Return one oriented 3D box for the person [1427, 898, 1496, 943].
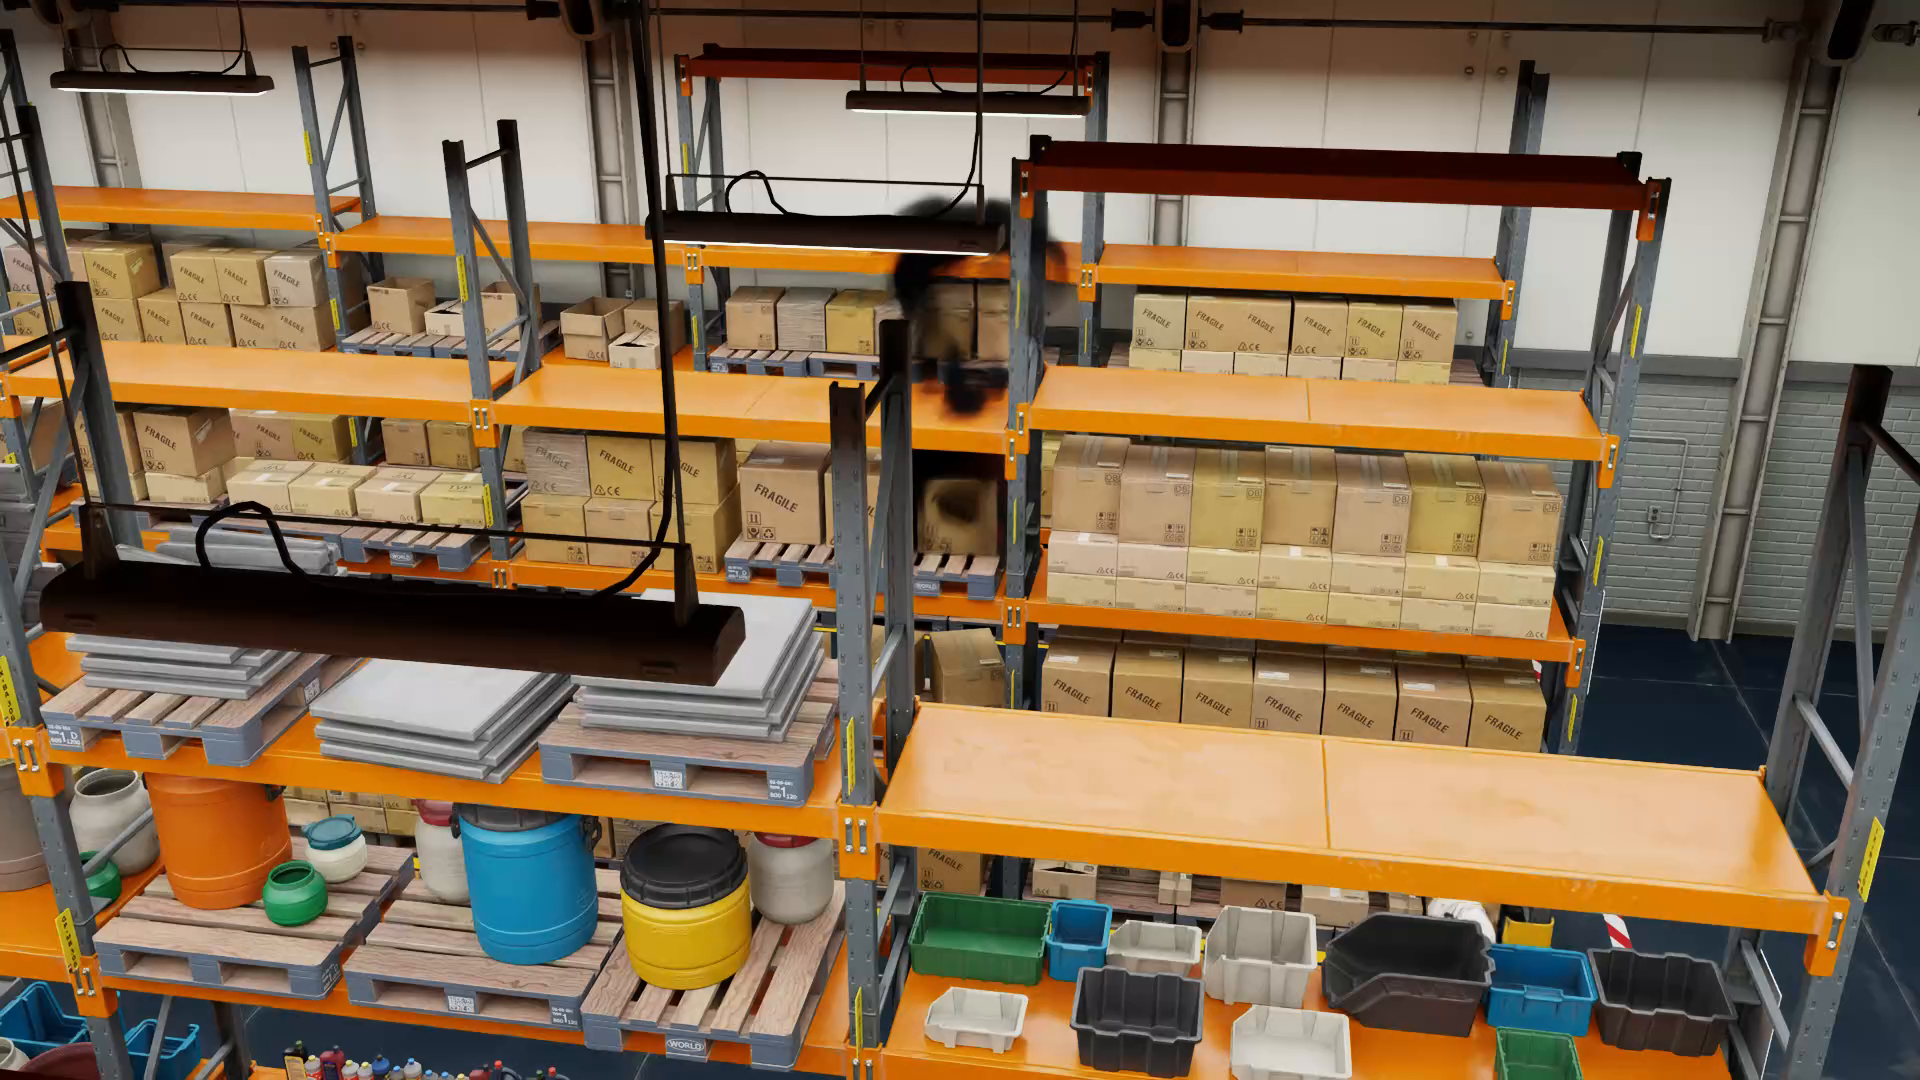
[{"bbox_3d":[3.370,2.879,11.338,0.807,1.673,0.701,-3,23,-6],"label":"person"}]
